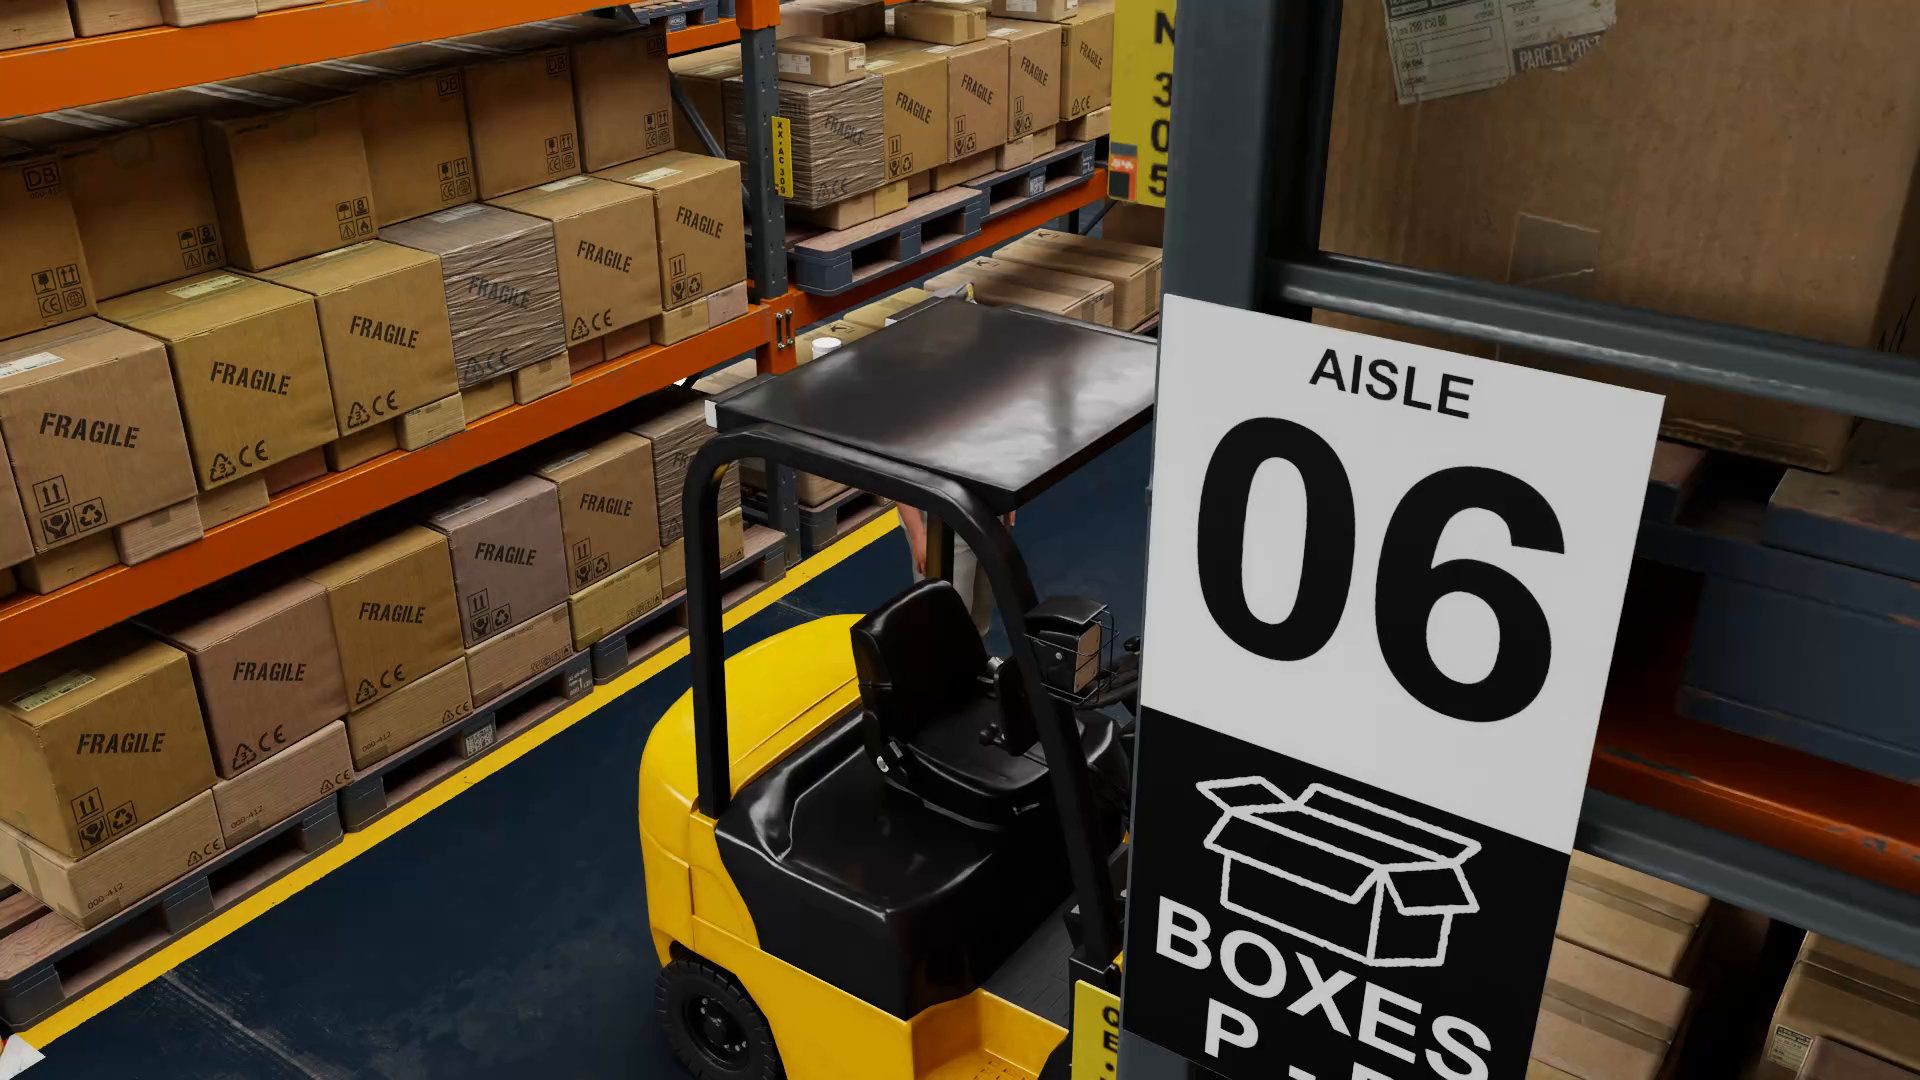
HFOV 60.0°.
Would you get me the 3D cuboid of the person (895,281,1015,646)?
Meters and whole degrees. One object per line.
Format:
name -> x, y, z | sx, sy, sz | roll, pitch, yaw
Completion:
person -> 0.047, -0.074, 6.201 | 0.573, 1.782, 0.642 | 17, 32, 30
